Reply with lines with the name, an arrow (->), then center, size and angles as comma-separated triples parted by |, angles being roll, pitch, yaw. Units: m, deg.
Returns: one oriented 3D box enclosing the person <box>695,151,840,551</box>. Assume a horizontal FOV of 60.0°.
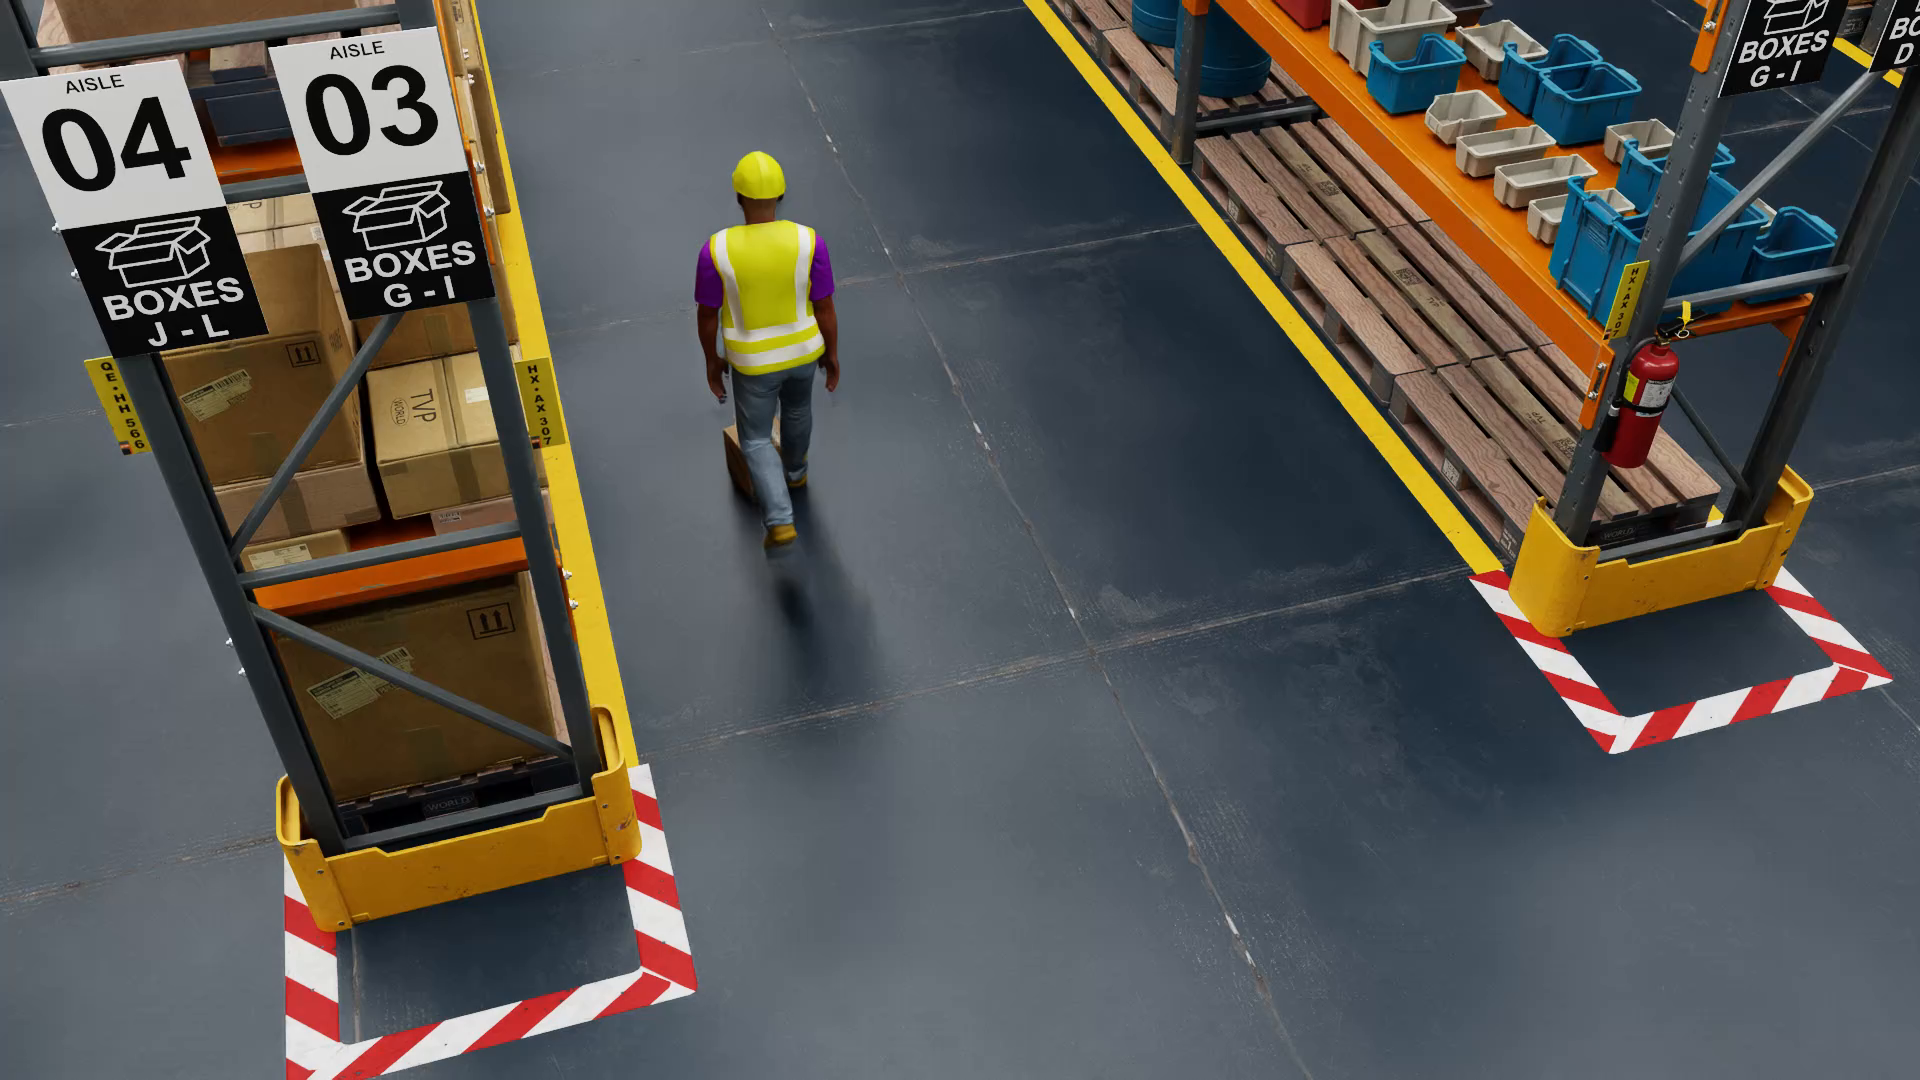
person -> -0.790, -0.754, 6.992 | 0.574, 1.734, 0.948 | -10, 43, -11
